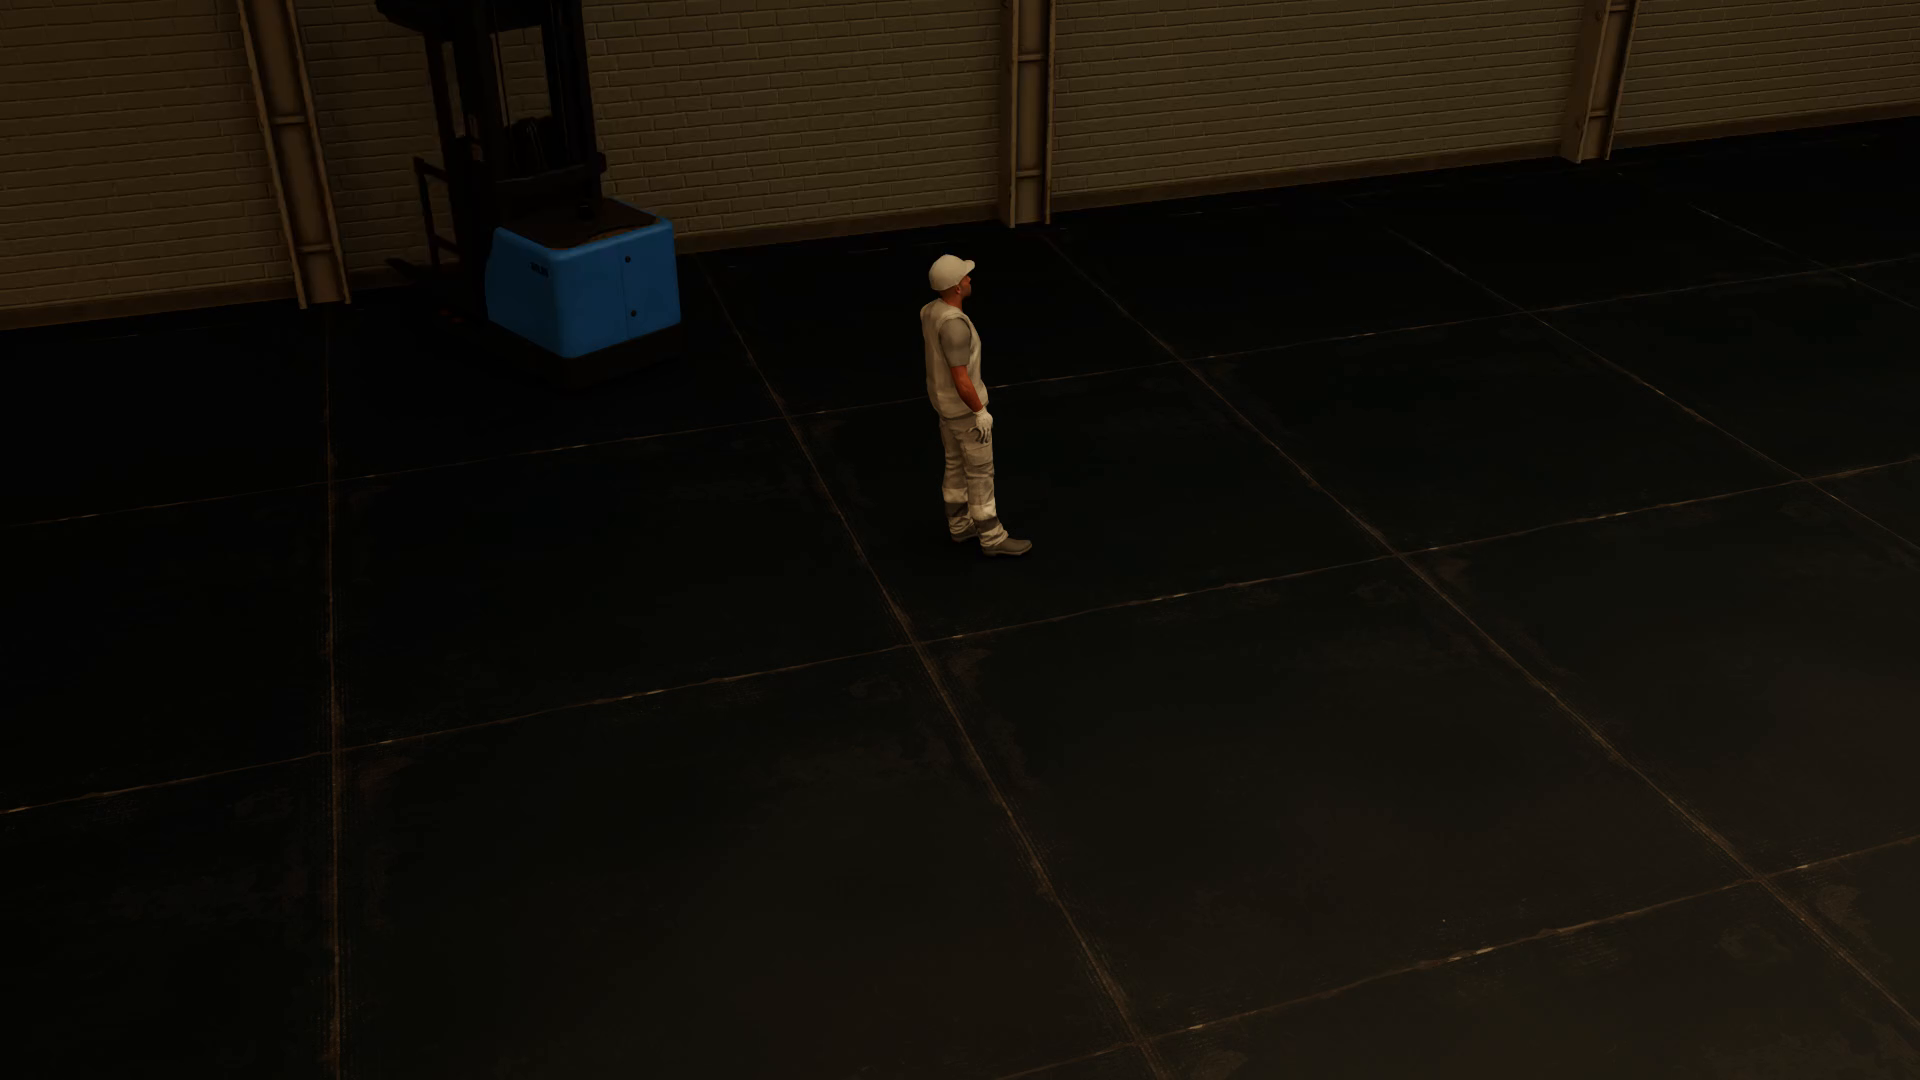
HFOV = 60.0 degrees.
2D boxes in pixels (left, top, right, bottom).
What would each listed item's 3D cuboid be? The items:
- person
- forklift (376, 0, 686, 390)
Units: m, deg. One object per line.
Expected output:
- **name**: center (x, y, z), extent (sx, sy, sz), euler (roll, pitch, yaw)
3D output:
- **person**: center (0.080, -0.789, 9.590), extent (0.562, 1.789, 0.638), euler (-10, 31, -16)
- **forklift**: center (-3.420, -2.963, 12.237), extent (1.130, 2.935, 3.031), euler (-26, 39, -37)
